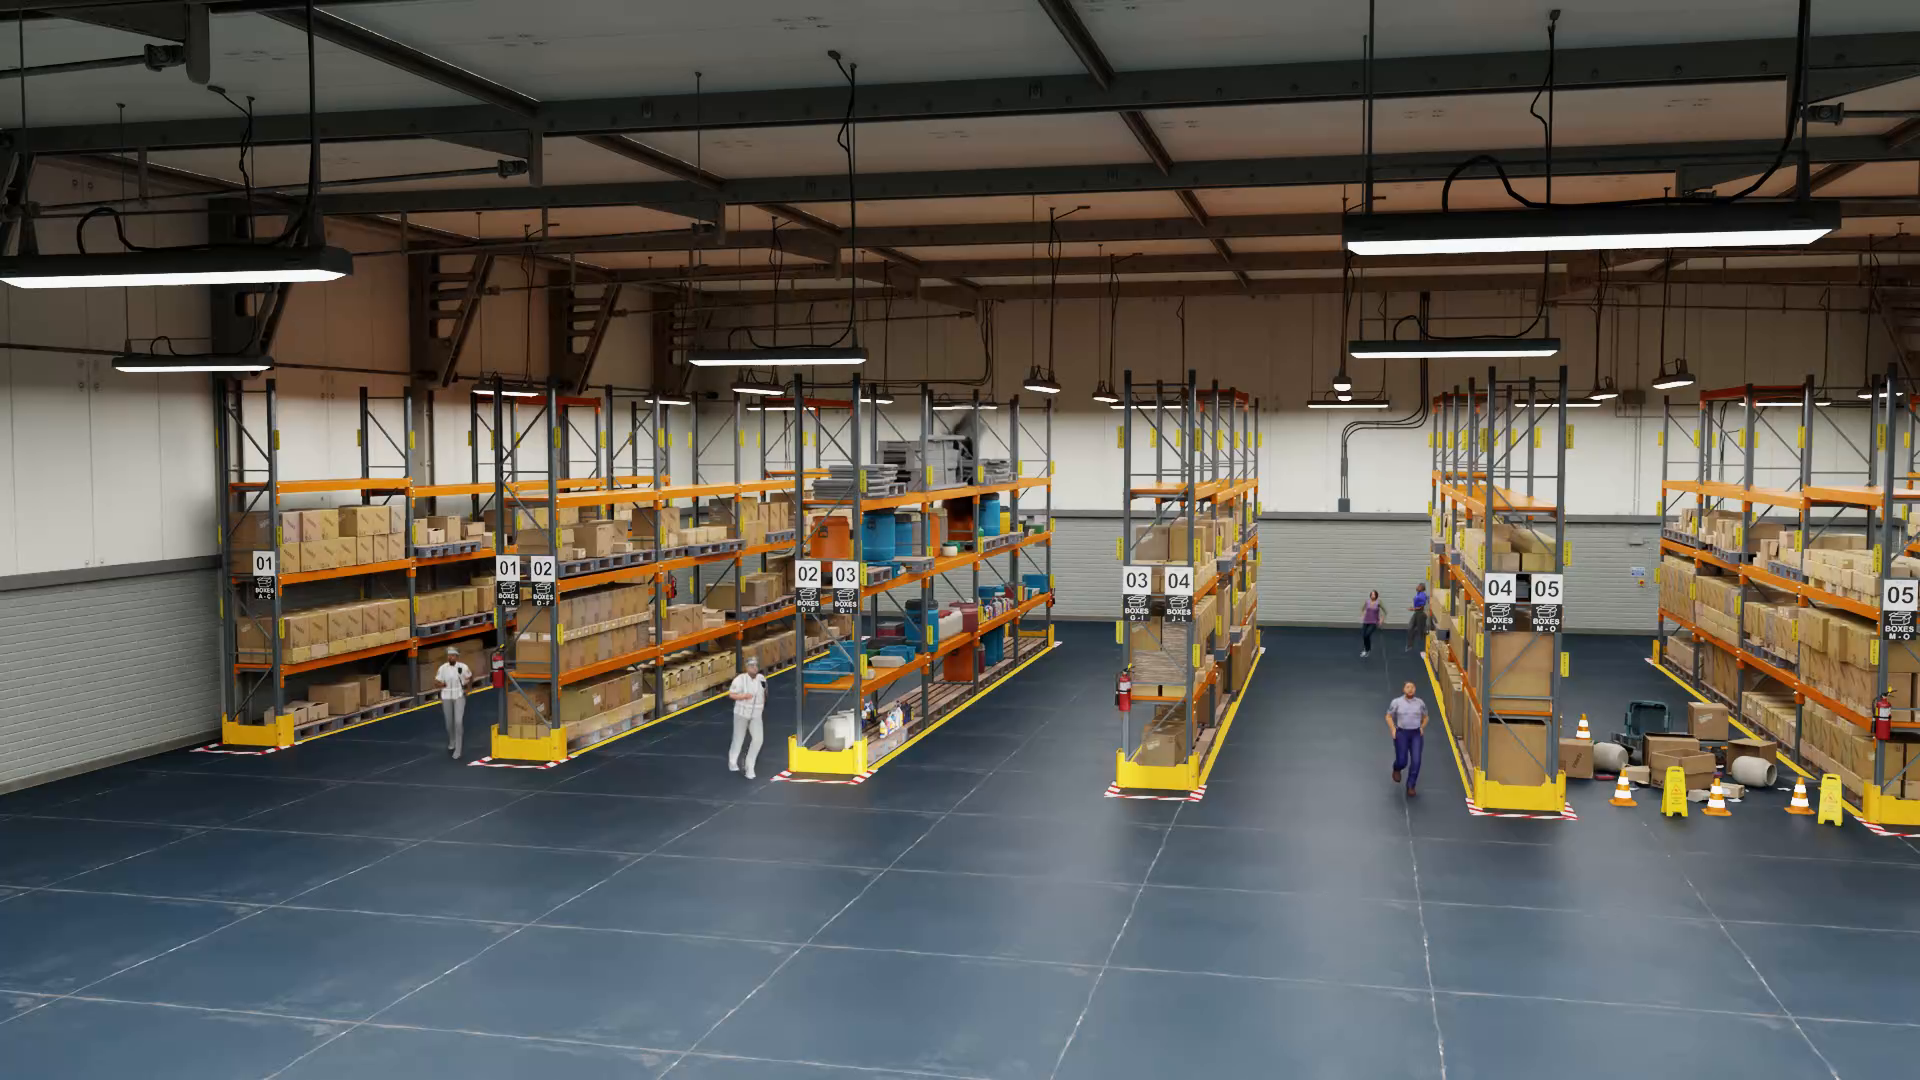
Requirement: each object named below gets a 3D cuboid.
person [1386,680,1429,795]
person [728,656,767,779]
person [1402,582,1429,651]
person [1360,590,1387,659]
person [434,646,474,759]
[{"bbox_3d":[6.364,2.789,23.595,0.599,1.589,0.597,0,3,4],"label":"person"},{"bbox_3d":[-3.140,2.651,24.838,0.657,1.849,0.764,-2,4,-24],"label":"person"},{"bbox_3d":[10.905,1.833,39.332,0.796,1.675,0.585,0,3,-4],"label":"person"},{"bbox_3d":[9.456,1.933,38.182,0.601,1.587,0.613,3,4,40],"label":"person"},{"bbox_3d":[-8.087,2.557,26.508,0.582,1.745,0.804,0,3,-3],"label":"person"}]
